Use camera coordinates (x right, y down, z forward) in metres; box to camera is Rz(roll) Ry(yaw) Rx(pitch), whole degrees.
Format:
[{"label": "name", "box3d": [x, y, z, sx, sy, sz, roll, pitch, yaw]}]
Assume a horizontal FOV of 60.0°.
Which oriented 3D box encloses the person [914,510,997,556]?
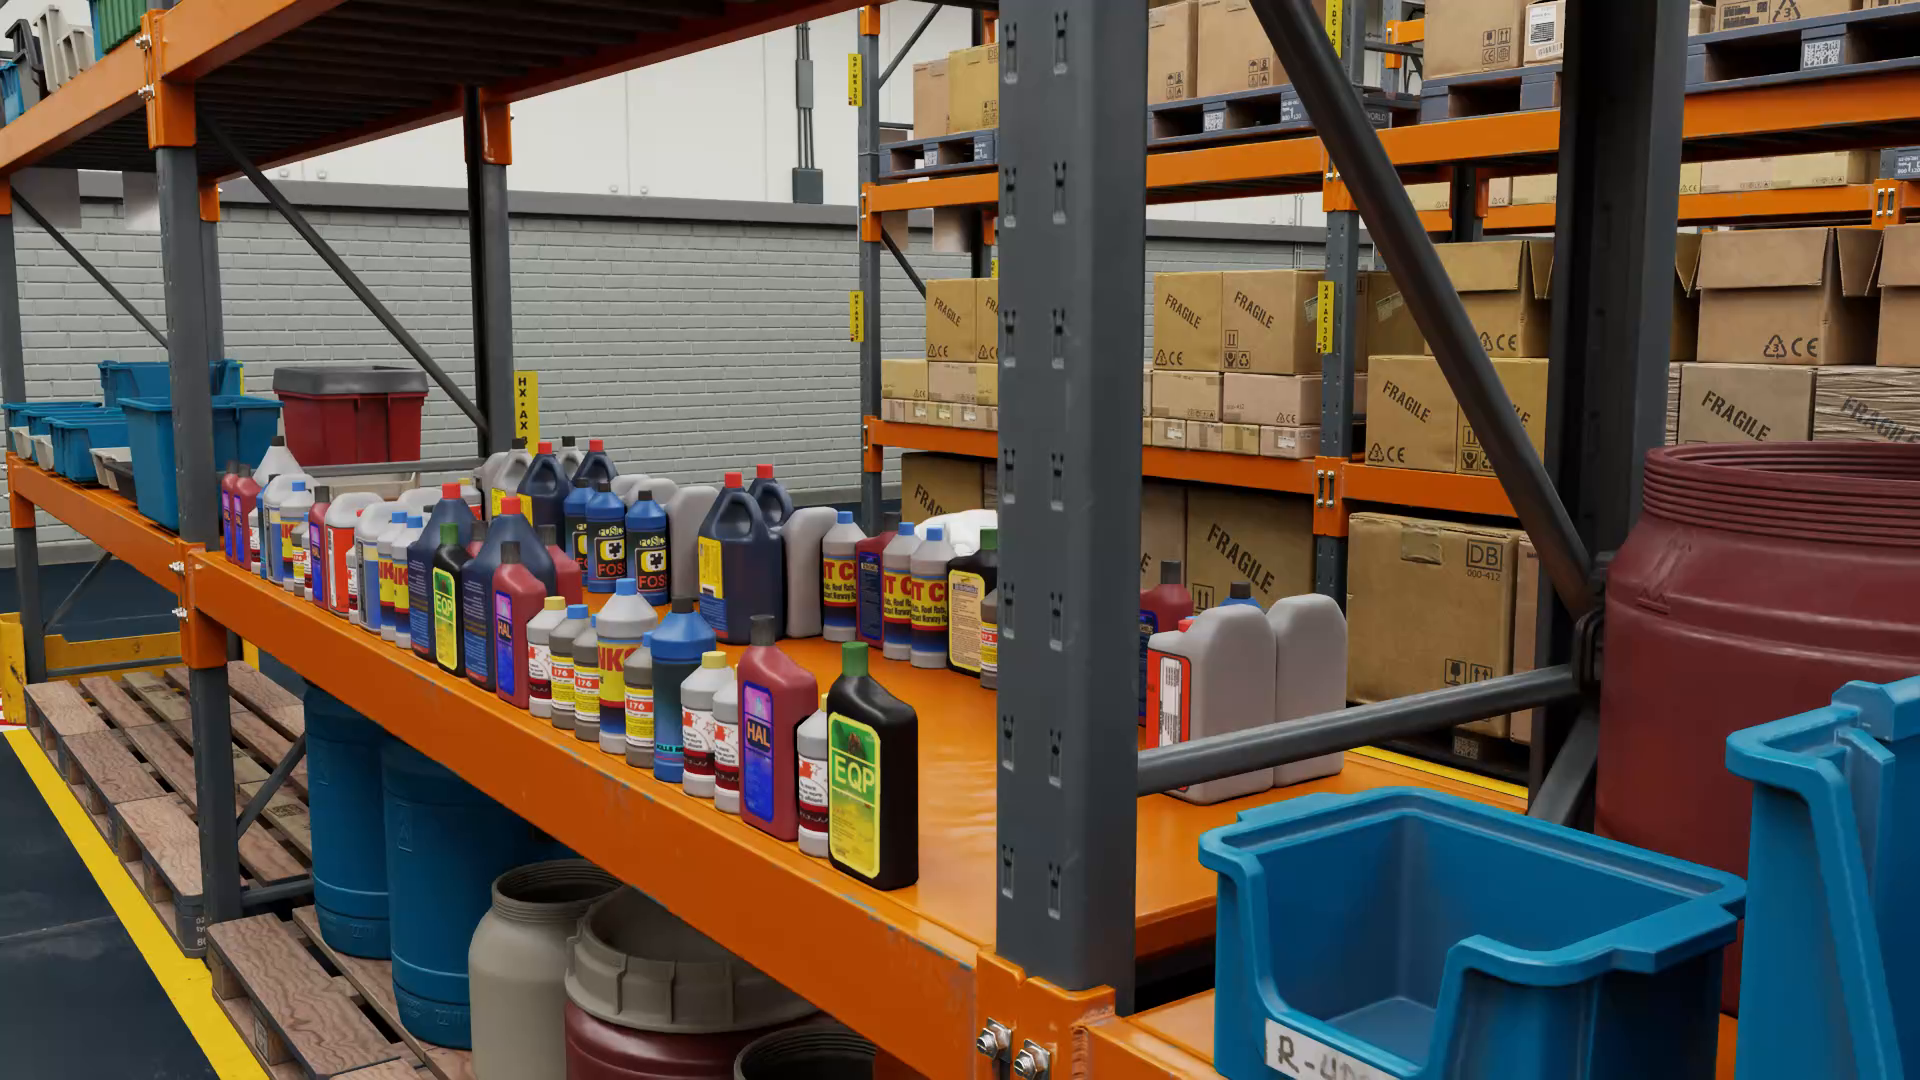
[{"label": "person", "box3d": [0.101, 0.367, 8.034, 0.508, 1.085, 0.966, -6, 10, -39]}]
